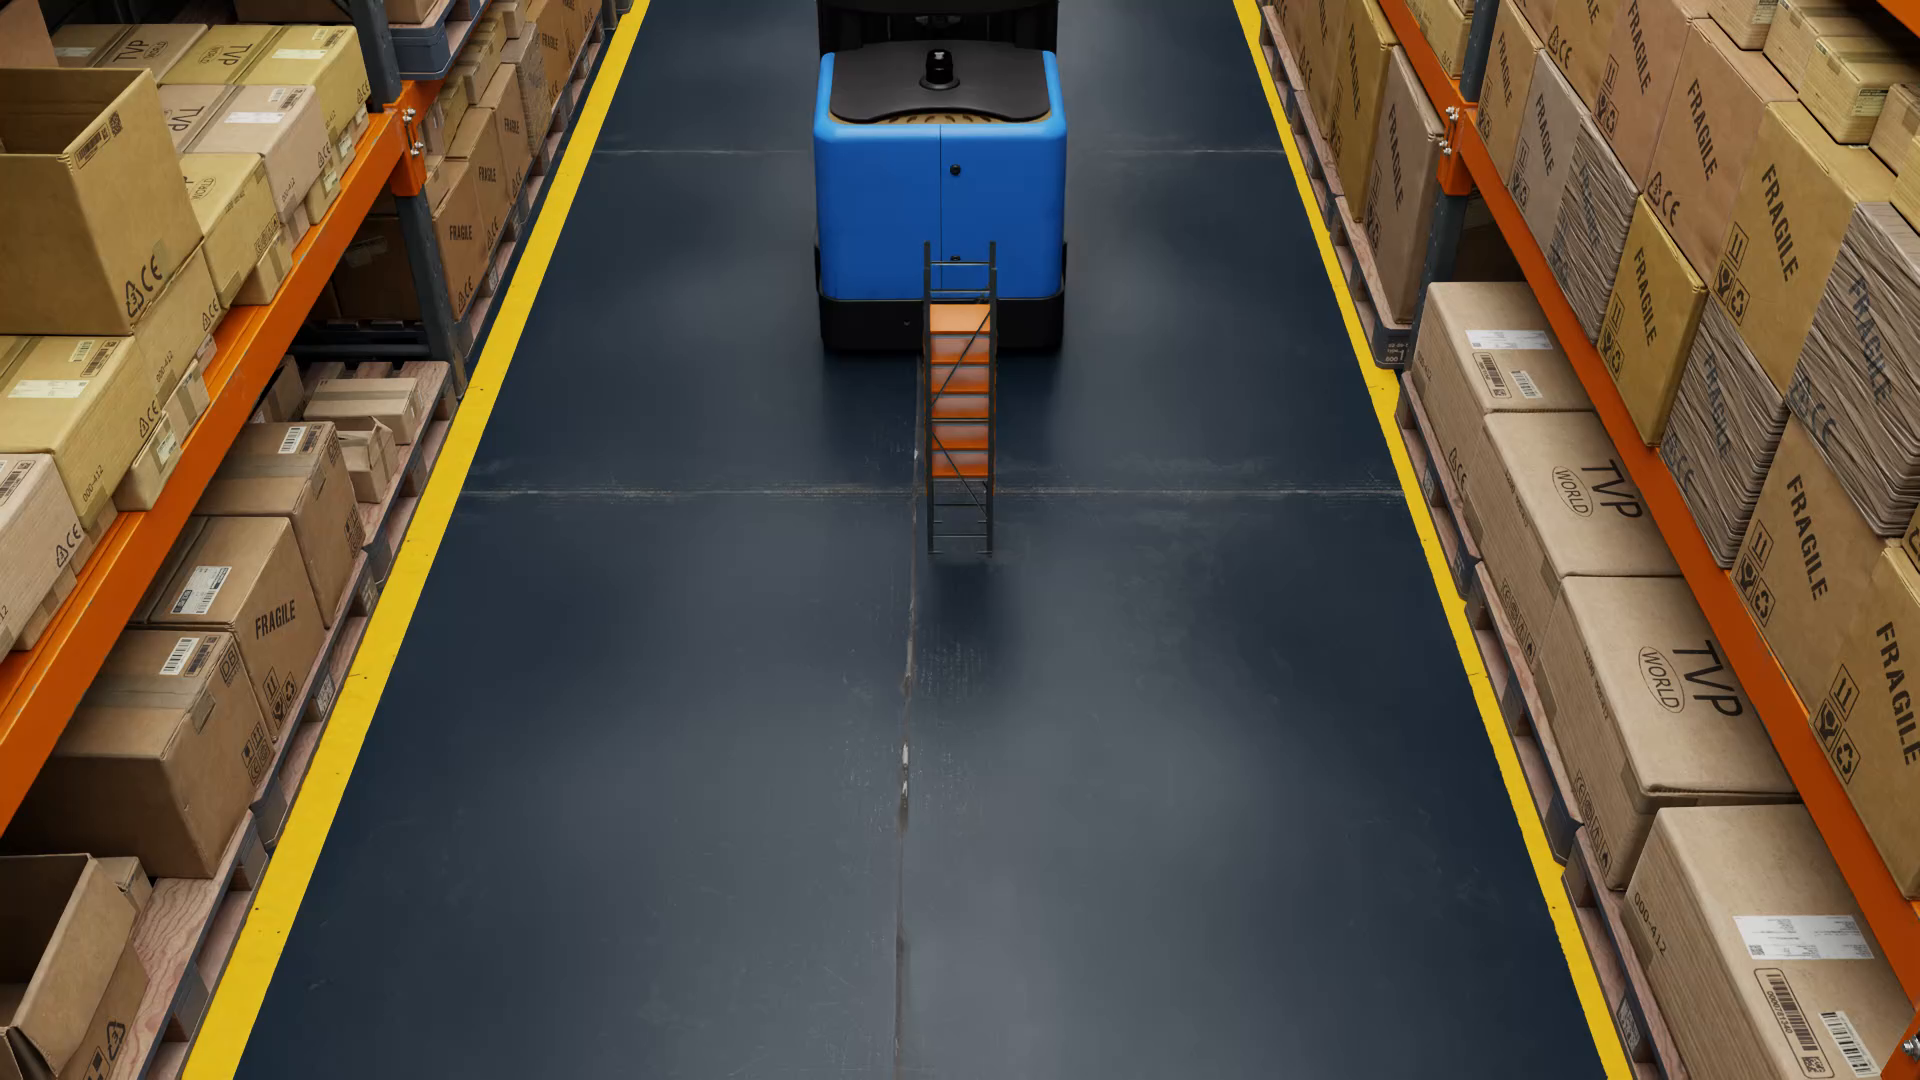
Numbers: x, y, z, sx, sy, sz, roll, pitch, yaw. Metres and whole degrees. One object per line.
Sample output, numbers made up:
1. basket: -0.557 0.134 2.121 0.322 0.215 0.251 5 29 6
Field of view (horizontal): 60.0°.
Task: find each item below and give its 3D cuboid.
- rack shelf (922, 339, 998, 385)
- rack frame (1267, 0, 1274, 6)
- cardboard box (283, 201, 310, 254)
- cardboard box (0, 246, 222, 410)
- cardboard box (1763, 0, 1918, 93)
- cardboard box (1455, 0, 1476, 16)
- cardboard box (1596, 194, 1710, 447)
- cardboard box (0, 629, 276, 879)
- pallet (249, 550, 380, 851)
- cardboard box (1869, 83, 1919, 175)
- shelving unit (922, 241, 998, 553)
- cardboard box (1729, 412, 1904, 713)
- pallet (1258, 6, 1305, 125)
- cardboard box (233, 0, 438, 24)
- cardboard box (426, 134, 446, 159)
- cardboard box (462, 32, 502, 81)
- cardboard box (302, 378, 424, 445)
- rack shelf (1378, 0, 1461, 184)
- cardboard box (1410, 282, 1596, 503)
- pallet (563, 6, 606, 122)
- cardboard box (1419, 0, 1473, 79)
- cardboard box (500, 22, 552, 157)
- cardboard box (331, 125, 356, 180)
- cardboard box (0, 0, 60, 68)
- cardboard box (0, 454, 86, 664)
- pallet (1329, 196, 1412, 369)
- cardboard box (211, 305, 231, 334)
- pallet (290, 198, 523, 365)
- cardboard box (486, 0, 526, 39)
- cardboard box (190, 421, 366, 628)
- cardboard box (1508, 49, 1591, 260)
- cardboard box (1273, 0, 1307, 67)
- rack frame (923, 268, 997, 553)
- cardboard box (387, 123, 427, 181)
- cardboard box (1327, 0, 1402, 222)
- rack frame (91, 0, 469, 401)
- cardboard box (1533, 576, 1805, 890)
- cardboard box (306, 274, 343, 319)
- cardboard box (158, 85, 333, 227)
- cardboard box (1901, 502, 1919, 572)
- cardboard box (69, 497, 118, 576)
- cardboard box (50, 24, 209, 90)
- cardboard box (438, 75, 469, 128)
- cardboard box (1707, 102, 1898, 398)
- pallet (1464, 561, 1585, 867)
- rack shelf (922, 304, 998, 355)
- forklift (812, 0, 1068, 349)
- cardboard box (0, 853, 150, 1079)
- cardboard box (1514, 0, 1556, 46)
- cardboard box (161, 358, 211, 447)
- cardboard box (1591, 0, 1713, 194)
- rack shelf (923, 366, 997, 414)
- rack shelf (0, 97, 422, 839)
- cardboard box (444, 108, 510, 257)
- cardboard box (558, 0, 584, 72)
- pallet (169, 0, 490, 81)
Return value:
1. rack shelf: 0.000 -0.630 5.764 0.258 0.103 0.180 0 39 0
2. rack frame: 2.368 -4.299 9.216 1.000 3.000 0.127 0 39 0
3. cardboard box: -2.318 -1.005 5.307 0.380 0.149 0.250 1 39 1
4. cardboard box: -2.344 -0.584 4.462 0.500 0.250 0.500 -1 39 -1
5. cardboard box: 2.139 -1.165 3.907 0.380 0.149 0.250 1 39 1
6. cardboard box: 2.129 -2.210 6.329 0.500 0.250 0.500 0 39 0
7. cardboard box: 2.103 -0.595 4.514 0.500 0.500 0.500 1 39 1
8. cardboard box: -2.454 0.604 4.761 0.700 0.500 0.500 1 39 2
9. pallet: -2.587 0.491 5.469 1.003 0.211 1.213 0 39 0
10. cardboard box: 2.180 -0.844 3.506 0.380 0.149 0.250 0 39 0
11. shelving unit: 0.000 -0.477 5.886 0.258 1.200 0.189 0 39 0
12. cardboard box: 2.127 0.049 3.710 0.500 0.500 0.500 -1 39 -1
13. pallet: 2.294 -2.718 9.473 1.003 0.211 1.213 0 39 0
14. cardboard box: -2.367 -2.297 6.302 0.700 0.500 0.500 1 39 1
15. cardboard box: -2.403 -1.631 7.031 0.380 0.149 0.250 -1 39 -1
16. cardboard box: -2.389 -2.274 7.834 0.380 0.149 0.250 1 39 2
17. cardboard box: -2.296 -0.495 6.413 0.380 0.149 0.250 -1 39 -1
18. rack shelf: 2.371 -2.768 7.880 1.077 0.370 4.000 0 39 0
19. cardboard box: 2.266 -0.569 6.275 0.875 0.438 0.875 -1 39 -1
20. pallet: -2.632 -2.738 9.498 1.003 0.211 1.213 0 39 0
21. cardboard box: 2.120 -2.020 6.491 0.500 0.250 0.500 -1 39 -1
22. cardboard box: -2.367 -2.252 8.325 0.500 0.500 0.500 -1 39 -2
23. cardboard box: -2.316 -1.332 5.714 0.380 0.149 0.250 1 39 1
24. cardboard box: -2.855 -1.211 4.644 0.500 0.500 0.500 -1 39 -1
25. cardboard box: -2.318 0.053 3.667 0.500 0.250 0.500 0 39 0
26. pallet: 2.297 -1.192 7.569 1.003 0.211 1.213 0 39 0
27. cardboard box: -2.401 -0.684 4.906 0.380 0.149 0.250 0 39 1
28. pallet: -2.629 -1.212 7.594 1.003 0.211 1.213 0 39 0
29. cardboard box: -2.368 -2.597 8.236 0.380 0.149 0.250 -2 39 -2
30. cardboard box: -2.455 -0.045 5.571 0.700 0.500 0.500 -1 39 -2
31. cardboard box: 2.108 -1.228 5.304 0.500 0.500 0.500 0 39 0
32. cardboard box: 2.286 -3.202 9.210 0.875 0.875 0.875 0 39 0
33. rack frame: 0.000 -0.420 5.815 0.240 1.200 0.006 0 39 0
34. cardboard box: -2.386 -1.574 6.722 0.380 0.149 0.250 -1 39 -1
35. cardboard box: 2.284 -2.085 7.816 0.875 0.875 0.875 1 39 1
36. rack frame: -2.591 -1.792 6.087 1.000 3.000 0.127 0 39 0
37. cardboard box: 2.267 0.555 4.872 0.875 0.438 0.875 1 39 1
38. cardboard box: -2.887 -1.287 7.121 0.500 0.500 0.500 0 39 0
39. cardboard box: -2.331 -1.218 5.253 0.500 0.250 0.500 0 39 0
40. cardboard box: 2.139 -0.027 3.005 0.500 0.500 0.500 1 39 1
41. cardboard box: -2.339 -0.046 4.109 0.380 0.149 0.250 1 39 1
42. cardboard box: -2.860 -1.539 5.654 0.500 0.250 0.500 0 39 -1
43. cardboard box: -2.428 -1.963 7.445 0.380 0.149 0.250 -1 39 -1
44. cardboard box: 2.112 -0.663 3.799 0.500 0.500 0.500 0 39 0
45. pallet: 2.300 0.531 5.419 1.003 0.211 1.213 0 39 0
46. rack shelf: 0.000 -0.724 5.689 0.258 0.103 0.180 0 39 0
47. forklift: -0.105 -2.859 7.474 1.130 2.935 3.031 -1 39 -1
48. cardboard box: -2.492 1.137 4.093 0.797 0.503 0.637 -1 39 -2
49. cardboard box: 2.131 -1.929 5.379 0.500 0.500 0.500 0 39 0
50. cardboard box: -2.285 -0.368 4.512 0.380 0.149 0.250 1 39 1
51. cardboard box: 2.115 -1.293 4.585 0.500 0.500 0.500 1 39 1
52. rack shelf: 0.000 -0.536 5.839 0.258 0.103 0.180 0 39 0
53. rack shelf: -2.588 -0.260 4.752 1.077 0.370 4.000 0 39 0
54. cardboard box: -2.377 -1.616 7.531 0.500 0.500 0.500 -1 39 -1
55. cardboard box: -2.390 -2.904 9.139 0.500 0.500 0.500 -1 39 -1
56. pallet: -2.482 -2.217 6.771 1.003 0.211 1.213 0 39 0
